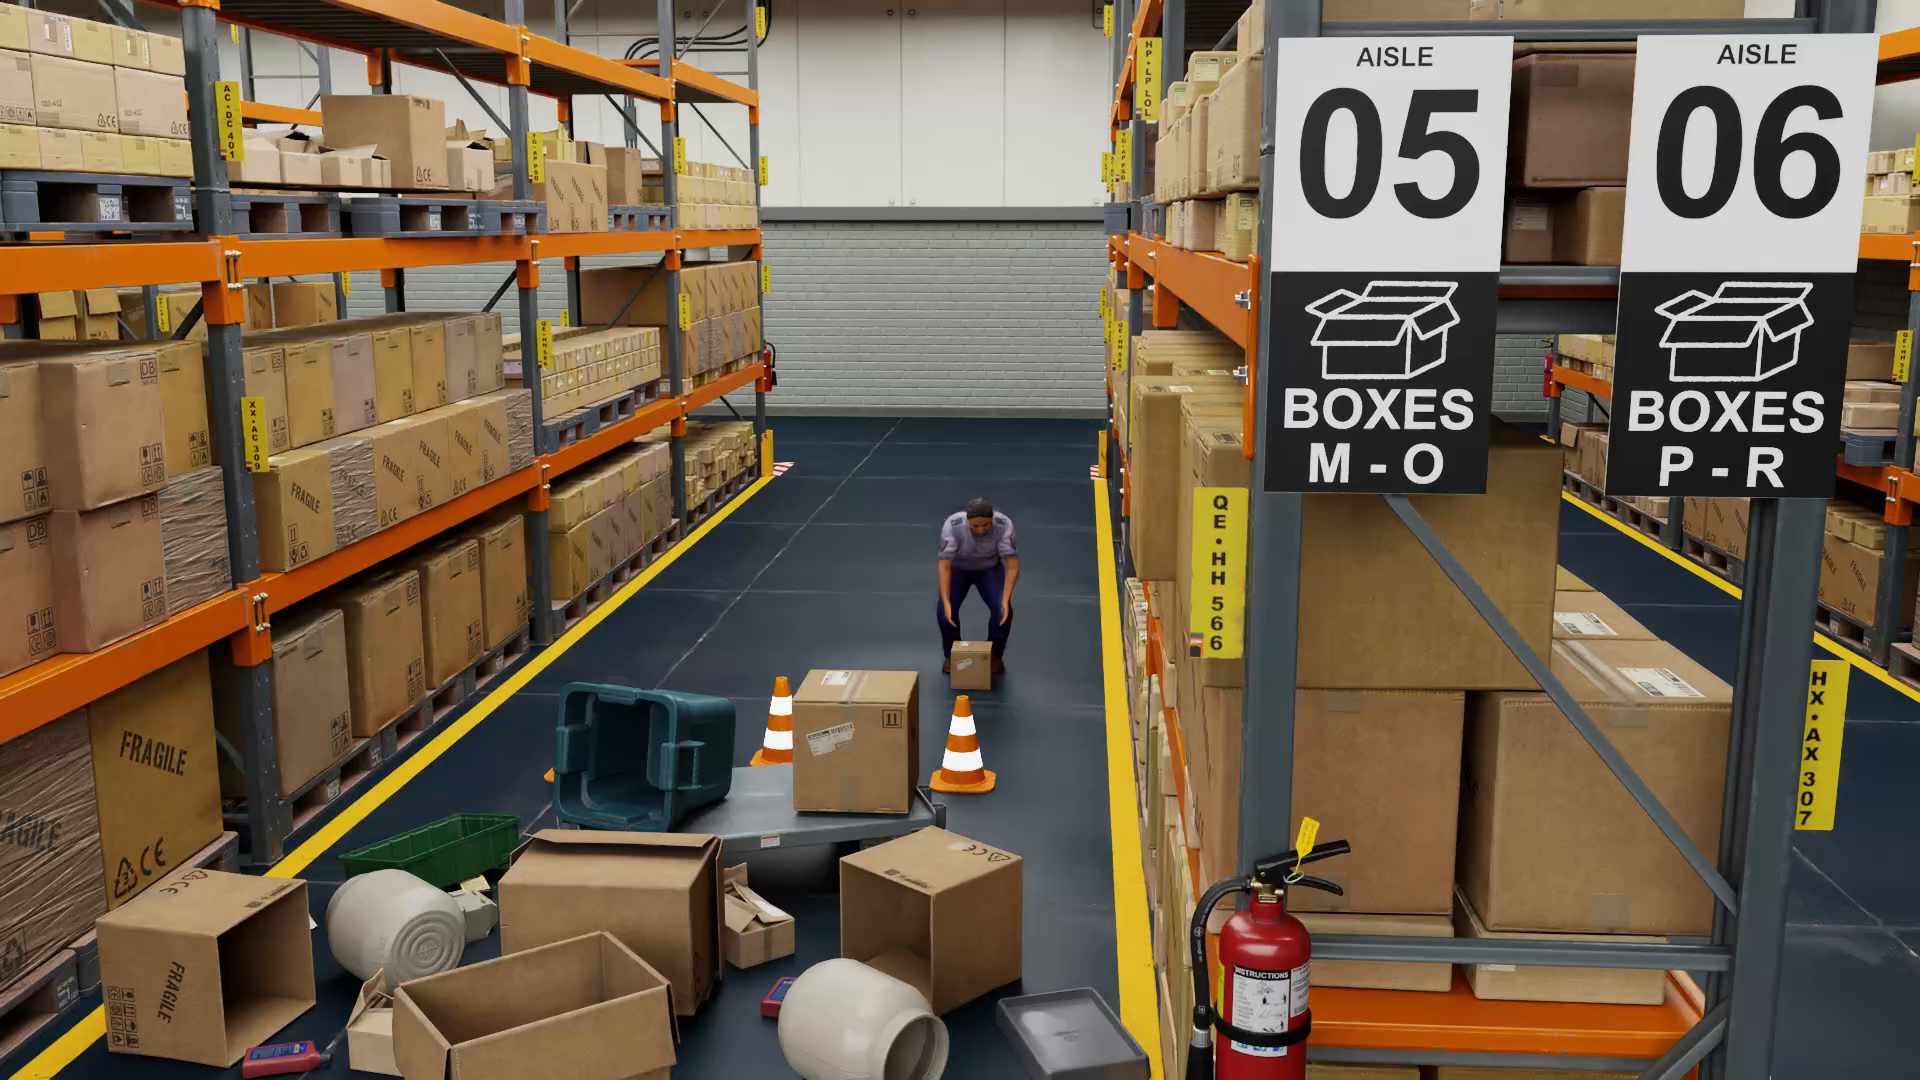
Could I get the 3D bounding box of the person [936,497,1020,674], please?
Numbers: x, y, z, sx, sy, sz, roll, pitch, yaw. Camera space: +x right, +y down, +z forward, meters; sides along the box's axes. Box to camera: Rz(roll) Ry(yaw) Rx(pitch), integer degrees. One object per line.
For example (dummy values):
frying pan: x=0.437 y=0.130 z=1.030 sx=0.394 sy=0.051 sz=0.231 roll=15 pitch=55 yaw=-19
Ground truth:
person: x=0.119 y=0.267 z=10.790 sx=0.536 sy=1.198 sz=0.741 roll=0 pitch=11 yaw=2
